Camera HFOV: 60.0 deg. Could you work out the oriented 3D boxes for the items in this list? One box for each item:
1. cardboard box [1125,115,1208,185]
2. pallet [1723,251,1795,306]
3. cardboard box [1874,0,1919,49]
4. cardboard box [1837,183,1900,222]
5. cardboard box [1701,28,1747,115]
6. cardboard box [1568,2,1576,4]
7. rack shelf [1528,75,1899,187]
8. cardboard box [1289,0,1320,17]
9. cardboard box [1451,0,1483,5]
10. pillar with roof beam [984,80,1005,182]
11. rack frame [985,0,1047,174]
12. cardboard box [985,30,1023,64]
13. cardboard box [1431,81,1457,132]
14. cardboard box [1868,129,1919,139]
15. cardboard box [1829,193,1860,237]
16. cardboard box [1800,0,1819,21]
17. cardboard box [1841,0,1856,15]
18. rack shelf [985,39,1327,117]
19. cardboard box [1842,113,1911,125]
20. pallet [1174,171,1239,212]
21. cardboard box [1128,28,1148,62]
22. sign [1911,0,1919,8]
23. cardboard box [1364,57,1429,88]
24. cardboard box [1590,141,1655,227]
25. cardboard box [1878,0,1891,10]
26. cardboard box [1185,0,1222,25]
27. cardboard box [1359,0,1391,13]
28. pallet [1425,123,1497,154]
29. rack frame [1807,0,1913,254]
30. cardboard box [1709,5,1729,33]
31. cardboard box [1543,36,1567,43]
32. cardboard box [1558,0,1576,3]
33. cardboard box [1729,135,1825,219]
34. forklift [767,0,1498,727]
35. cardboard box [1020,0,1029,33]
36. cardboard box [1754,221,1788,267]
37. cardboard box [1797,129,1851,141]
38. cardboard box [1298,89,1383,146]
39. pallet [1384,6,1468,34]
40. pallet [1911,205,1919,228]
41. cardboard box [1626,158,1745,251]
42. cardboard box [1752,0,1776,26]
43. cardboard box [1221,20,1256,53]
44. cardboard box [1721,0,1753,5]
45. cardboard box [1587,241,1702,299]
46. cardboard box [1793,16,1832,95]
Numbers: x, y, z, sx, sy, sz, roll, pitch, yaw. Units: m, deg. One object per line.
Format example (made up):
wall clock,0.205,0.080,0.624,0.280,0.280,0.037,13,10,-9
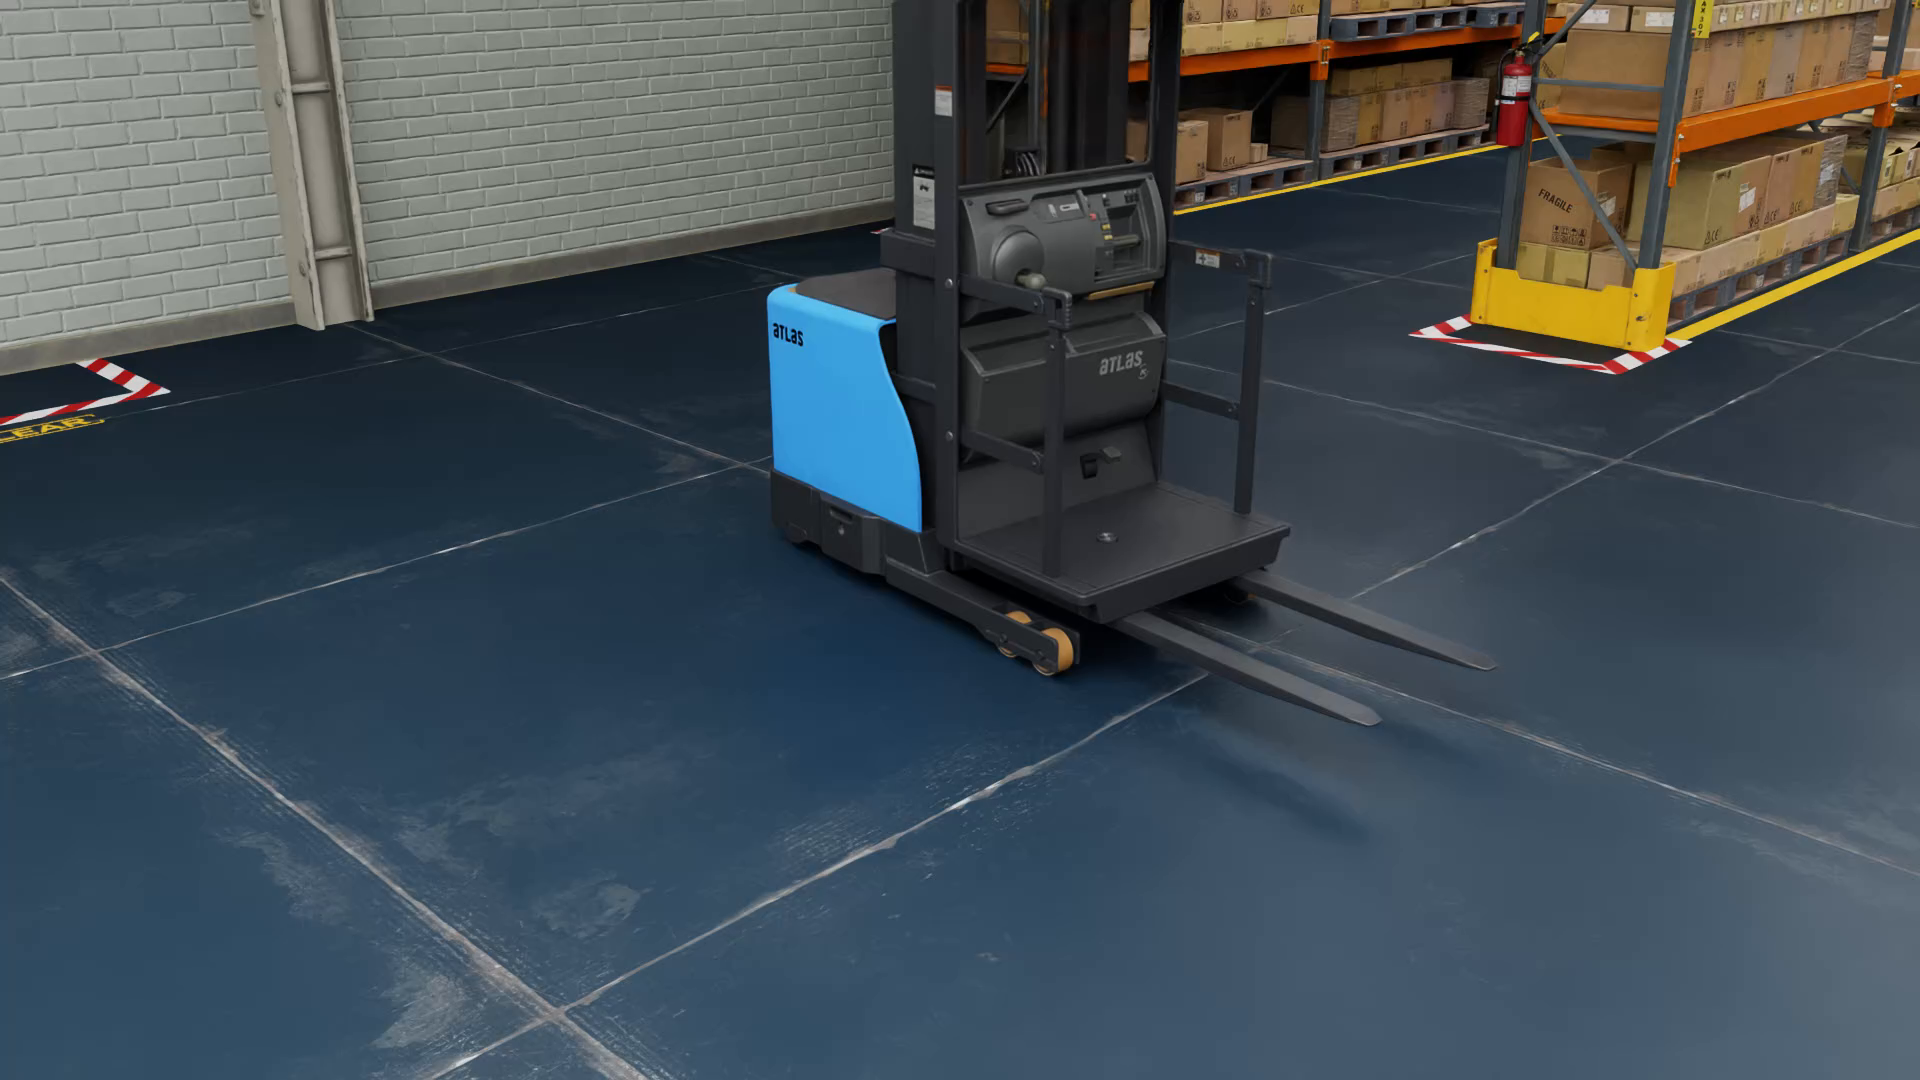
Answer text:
cardboard box,1.770,-3.476,14.808,0.700,0.500,0.500,17,27,37
pallet,5.184,-1.938,11.823,1.003,0.211,1.213,19,28,41
cardboard box,7.535,-4.124,13.484,0.500,0.500,0.500,-18,27,-38
cardboard box,7.079,-2.703,13.173,0.500,0.250,0.500,18,28,39
cardboard box,4.527,-3.020,10.612,0.500,0.500,0.700,-19,28,-41
cardboard box,6.944,-6.209,19.369,0.250,0.149,0.380,-19,28,-41
rack shelf,5.225,-2.899,11.438,1.077,0.370,4.000,19,28,41
cardboard box,2.960,-5.078,15.241,0.500,0.500,0.500,19,28,41
cardboard box,5.167,-5.994,17.736,0.700,0.500,0.500,16,26,36
pillar with roof beam,3.230,-6.079,10.347,9.100,9.000,0.400,19,28,41
rack frame,0.277,-3.959,13.195,1.000,3.000,0.127,19,28,41
cardboard box,0.465,-4.067,13.657,0.500,0.250,0.500,-20,28,-41
cardboard box,4.951,-4.753,18.130,0.700,0.500,0.500,19,28,41
cardboard box,7.800,-3.228,13.757,0.500,0.311,0.500,18,27,39
cardboard box,6.453,-2.487,12.612,0.500,0.250,0.500,19,28,41
cardboard box,5.513,-3.580,11.163,0.250,0.149,0.380,-19,28,-40
cardboard box,6.046,-3.776,11.674,0.380,0.149,0.250,19,28,41
rack shelf,1.673,-4.138,14.662,1.077,0.370,4.000,19,28,41
cardboard box,8.117,-3.622,14.784,0.500,0.311,0.500,18,28,39
pallet,1.774,-3.189,15.078,1.003,0.211,1.213,19,28,41
cardboard box,1.197,-4.082,13.694,0.500,0.250,0.500,18,28,39
sign,7.018,-4.051,12.117,0.100,0.325,0.005,19,28,41
cardboard box,4.596,-4.942,17.577,0.500,0.250,0.500,19,28,40
cardboard box,4.677,-2.456,11.486,0.500,0.500,0.500,19,28,41
cardboard box,6.584,-3.975,12.191,0.380,0.149,0.250,19,28,41
cardboard box,1.894,-4.688,14.226,0.500,0.500,0.500,-19,28,-40
cardboard box,3.842,-5.504,16.460,0.500,0.500,0.700,-17,27,-37
pallet,5.312,-4.514,18.524,1.003,0.211,1.213,19,28,41
rack frame,6.620,-3.749,12.647,1.000,3.000,0.127,19,28,41
cardboard box,4.440,-3.186,10.138,0.380,0.149,0.250,18,28,39
cardboard box,7.081,-5.588,19.844,0.750,0.750,0.750,19,28,40
cardboard box,6.753,-6.404,18.973,0.500,0.500,0.500,-19,28,-40
cardboard box,5.750,-2.582,11.814,0.500,0.500,0.500,19,28,41
forklift,0.526,-1.095,5.839,1.130,2.935,3.031,-17,27,-37
cardboard box,0.826,-4.296,13.207,0.500,0.500,0.500,19,28,41
cardboard box,5.410,-2.100,11.606,0.500,0.250,0.500,19,28,41
cardboard box,7.055,-3.234,13.774,0.500,0.311,0.500,-19,28,-41
cardboard box,3.894,-4.365,17.121,0.700,0.500,0.500,19,28,40
pallet,4.507,-5.407,17.229,1.003,0.211,1.213,19,28,41
pallet,7.957,-2.961,14.485,1.003,0.211,1.213,19,28,41
cardboard box,4.710,-2.194,10.805,0.500,0.500,0.500,19,28,41
cardboard box,4.976,-3.383,10.651,0.380,0.149,0.250,18,27,39
cardboard box,2.261,-4.470,14.705,0.500,0.250,0.500,19,28,40
cardboard box,4.564,-3.640,10.416,0.700,0.500,0.500,18,28,39
cardboard box,4.363,-1.715,10.603,0.500,0.250,0.500,19,28,41
cardboard box,5.599,-3.415,11.638,0.500,0.500,0.700,-20,28,-41
